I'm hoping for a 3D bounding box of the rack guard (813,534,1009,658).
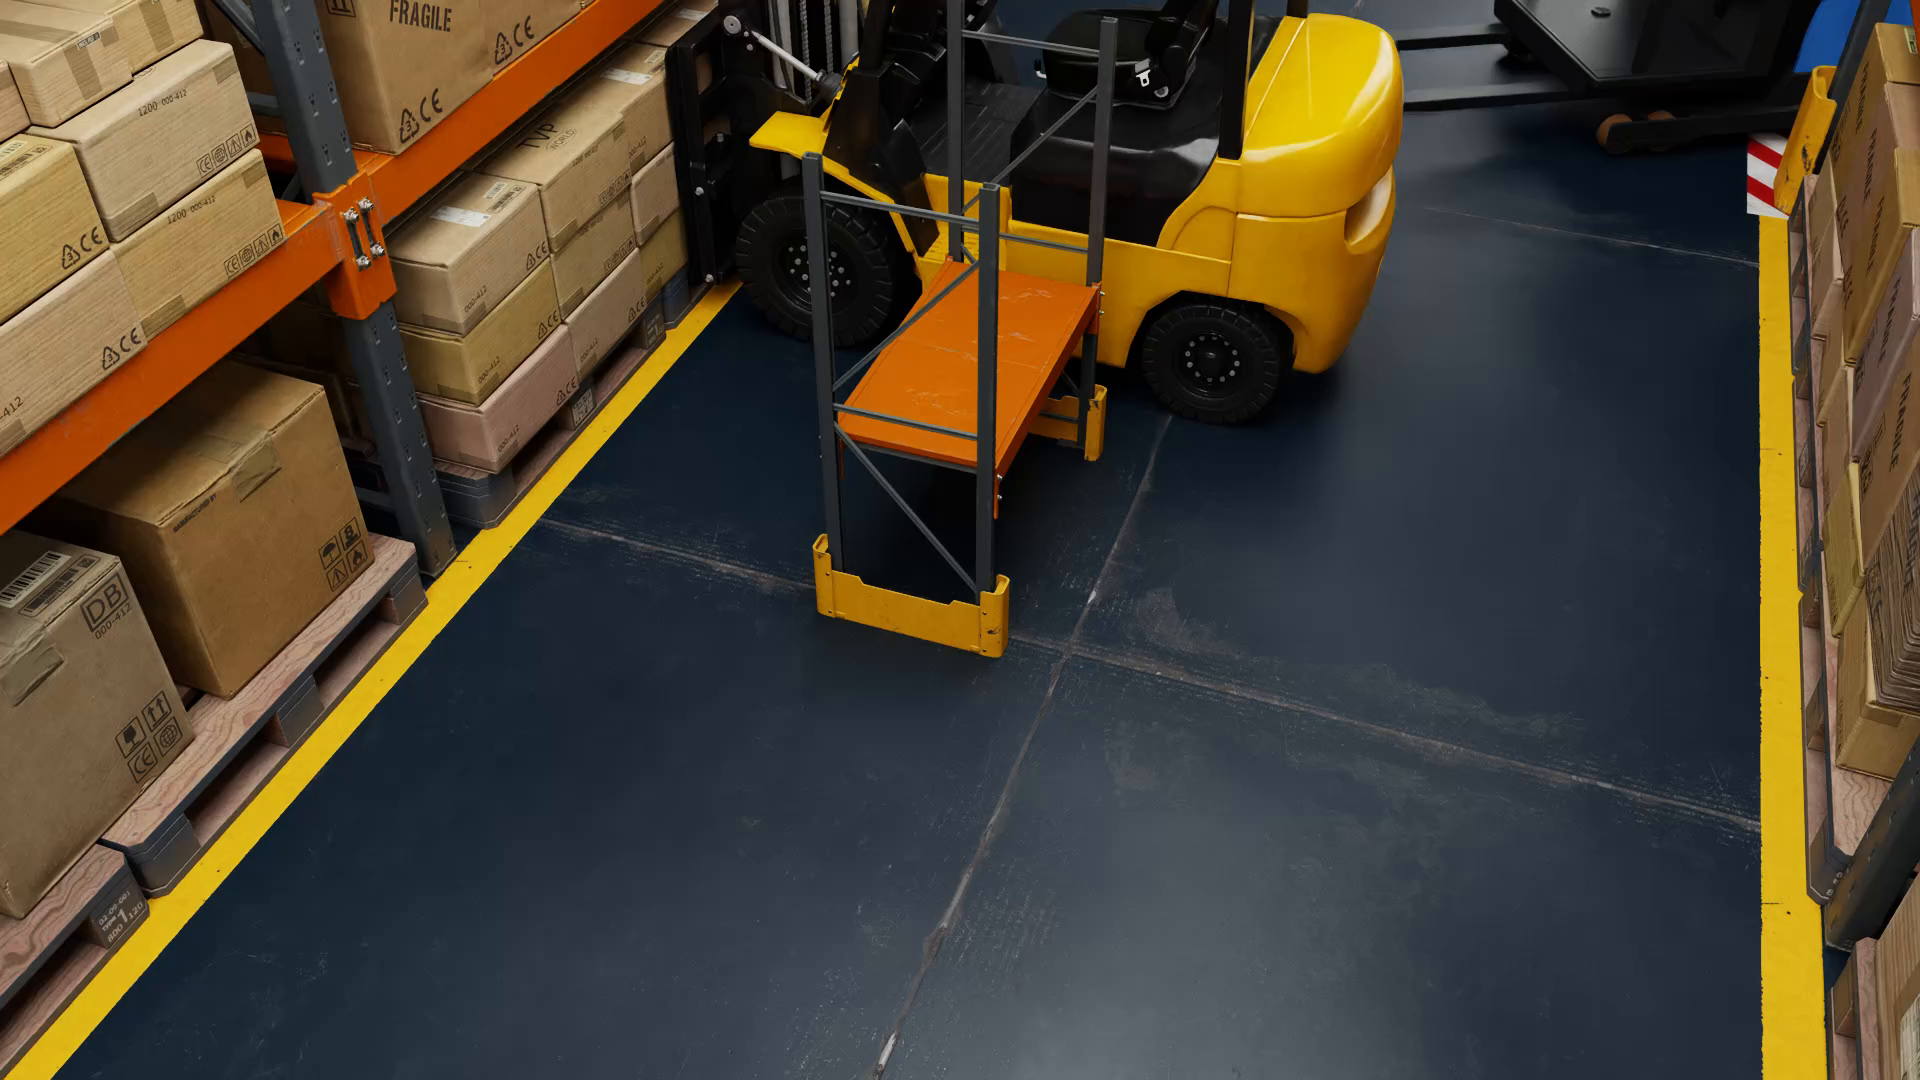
[{"bbox_3d":[-0.144,0.162,4.867,0.587,0.250,0.087,13,42,15],"label":"rack guard"}]

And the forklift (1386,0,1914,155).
[{"bbox_3d":[3.038,-3.155,6.690,3.031,2.935,1.130,-6,41,-7],"label":"forklift"}]

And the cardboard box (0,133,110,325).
[{"bbox_3d":[-2.153,-0.628,3.405,0.500,0.250,0.500,12,42,14],"label":"cardboard box"}]

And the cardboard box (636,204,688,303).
[{"bbox_3d":[-1.260,-1.132,6.060,0.500,0.250,0.500,14,42,16],"label":"cardboard box"}]

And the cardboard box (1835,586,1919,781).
[{"bbox_3d":[2.559,0.399,4.266,0.500,0.250,0.500,15,43,17],"label":"cardboard box"}]

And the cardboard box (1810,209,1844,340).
[{"bbox_3d":[3.260,-0.880,5.766,0.500,0.250,0.500,15,43,17],"label":"cardboard box"}]

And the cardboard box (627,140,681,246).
[{"bbox_3d":[-1.248,-1.309,5.883,0.500,0.250,0.500,13,42,15],"label":"cardboard box"}]

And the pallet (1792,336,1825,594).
[{"bbox_3d":[3.221,-0.170,5.287,1.003,0.211,1.213,13,42,15],"label":"pallet"}]

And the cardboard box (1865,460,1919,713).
[{"bbox_3d":[2.560,0.113,4.023,0.500,0.500,0.500,13,42,14],"label":"cardboard box"}]

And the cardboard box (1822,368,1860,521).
[{"bbox_3d":[2.910,-0.237,5.012,0.500,0.250,0.500,14,42,16],"label":"cardboard box"}]

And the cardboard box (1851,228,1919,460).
[{"bbox_3d":[2.905,-0.509,4.752,0.500,0.500,0.500,15,43,17],"label":"cardboard box"}]

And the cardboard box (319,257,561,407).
[{"bbox_3d":[-1.601,-0.697,5.166,0.500,0.250,0.500,13,42,15],"label":"cardboard box"}]

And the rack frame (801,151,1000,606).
[{"bbox_3d":[-0.145,-0.313,4.461,0.500,1.500,0.032,13,42,15],"label":"rack frame"}]

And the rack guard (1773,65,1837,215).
[{"bbox_3d":[3.951,-1.510,6.634,1.175,0.500,0.348,13,42,15],"label":"rack guard"}]

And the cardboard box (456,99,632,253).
[{"bbox_3d":[-1.412,-1.196,5.365,0.500,0.250,0.500,13,42,15],"label":"cardboard box"}]

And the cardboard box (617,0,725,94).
[{"bbox_3d":[-1.066,-1.820,6.097,0.500,0.250,0.500,12,42,14],"label":"cardboard box"}]

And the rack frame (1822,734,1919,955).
[{"bbox_3d":[2.609,-0.067,3.018,1.000,3.000,0.127,13,42,15],"label":"rack frame"}]

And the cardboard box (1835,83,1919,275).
[{"bbox_3d":[3.259,-1.141,5.493,0.500,0.500,0.500,12,42,13],"label":"cardboard box"}]

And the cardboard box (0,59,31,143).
[{"bbox_3d":[-2.169,-0.895,3.411,0.380,0.149,0.250,13,42,15],"label":"cardboard box"}]

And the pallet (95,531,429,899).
[{"bbox_3d":[-2.272,0.352,4.674,1.003,0.211,1.213,13,42,15],"label":"pallet"}]

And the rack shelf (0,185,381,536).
[{"bbox_3d":[-2.740,0.327,3.110,1.077,0.370,4.000,13,42,15],"label":"rack shelf"}]

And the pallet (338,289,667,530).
[{"bbox_3d":[-1.745,-0.582,5.769,1.003,0.211,1.213,13,42,15],"label":"pallet"}]

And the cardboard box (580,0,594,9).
[{"bbox_3d":[-1.325,-2.048,5.262,0.500,0.500,0.500,13,42,15],"label":"cardboard box"}]

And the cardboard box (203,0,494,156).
[{"bbox_3d":[-1.659,-1.417,4.523,0.500,0.500,0.500,12,42,14],"label":"cardboard box"}]

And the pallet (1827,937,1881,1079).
[{"bbox_3d":[2.345,1.469,3.366,1.003,0.211,1.213,13,42,15],"label":"pallet"}]

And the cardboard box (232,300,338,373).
[{"bbox_3d":[-2.082,-0.813,5.301,0.500,0.250,0.500,12,42,14],"label":"cardboard box"}]

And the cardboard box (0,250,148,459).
[{"bbox_3d":[-2.150,-0.436,3.566,0.500,0.250,0.500,13,42,15],"label":"cardboard box"}]

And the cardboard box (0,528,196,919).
[{"bbox_3d":[-2.497,0.369,4.012,0.875,0.625,0.625,13,42,15],"label":"cardboard box"}]

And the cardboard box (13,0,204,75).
[{"bbox_3d":[-1.964,-1.194,3.761,0.380,0.149,0.250,15,43,17],"label":"cardboard box"}]

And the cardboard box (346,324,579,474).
[{"bbox_3d":[-1.580,-0.502,5.322,0.500,0.250,0.500,14,42,16],"label":"cardboard box"}]

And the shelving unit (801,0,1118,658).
[{"bbox_3d":[0.026,-0.617,4.818,0.587,1.500,1.083,13,42,15],"label":"shelving unit"}]

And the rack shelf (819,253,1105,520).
[{"bbox_3d":[0.029,-0.486,4.941,0.538,0.185,1.000,13,42,15],"label":"rack shelf"}]
